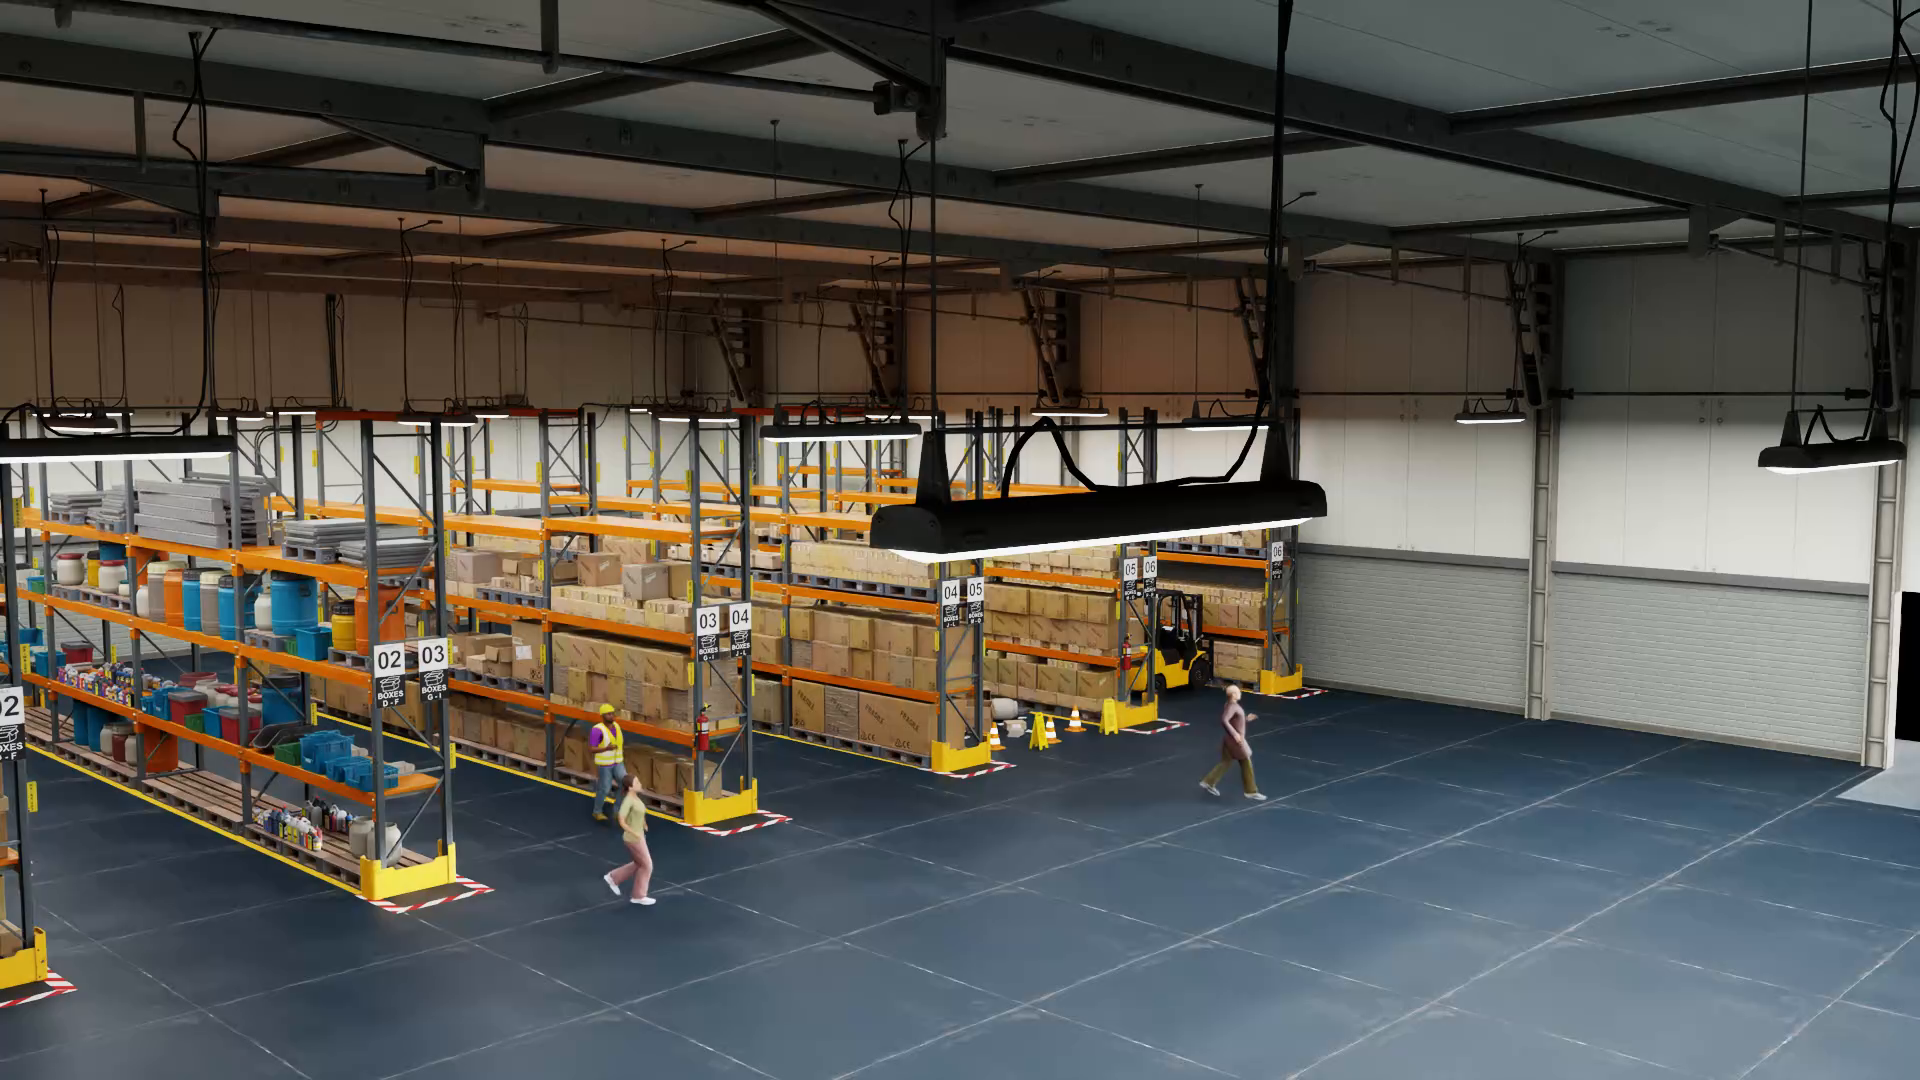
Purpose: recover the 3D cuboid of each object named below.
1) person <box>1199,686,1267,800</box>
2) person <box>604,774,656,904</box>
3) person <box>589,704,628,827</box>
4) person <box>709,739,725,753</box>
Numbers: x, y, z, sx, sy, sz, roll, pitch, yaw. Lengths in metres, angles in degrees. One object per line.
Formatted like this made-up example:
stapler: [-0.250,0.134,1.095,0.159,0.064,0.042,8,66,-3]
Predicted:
person: [4.236,3.134,25.742,1.046,1.780,0.695,-1,5,-7]
person: [-4.094,3.702,20.572,0.627,1.645,0.576,-1,5,-6]
person: [-5.112,3.302,24.305,0.711,1.823,0.673,5,7,43]
person: [-4.529,2.838,29.344,0.963,1.768,0.667,3,6,31]
